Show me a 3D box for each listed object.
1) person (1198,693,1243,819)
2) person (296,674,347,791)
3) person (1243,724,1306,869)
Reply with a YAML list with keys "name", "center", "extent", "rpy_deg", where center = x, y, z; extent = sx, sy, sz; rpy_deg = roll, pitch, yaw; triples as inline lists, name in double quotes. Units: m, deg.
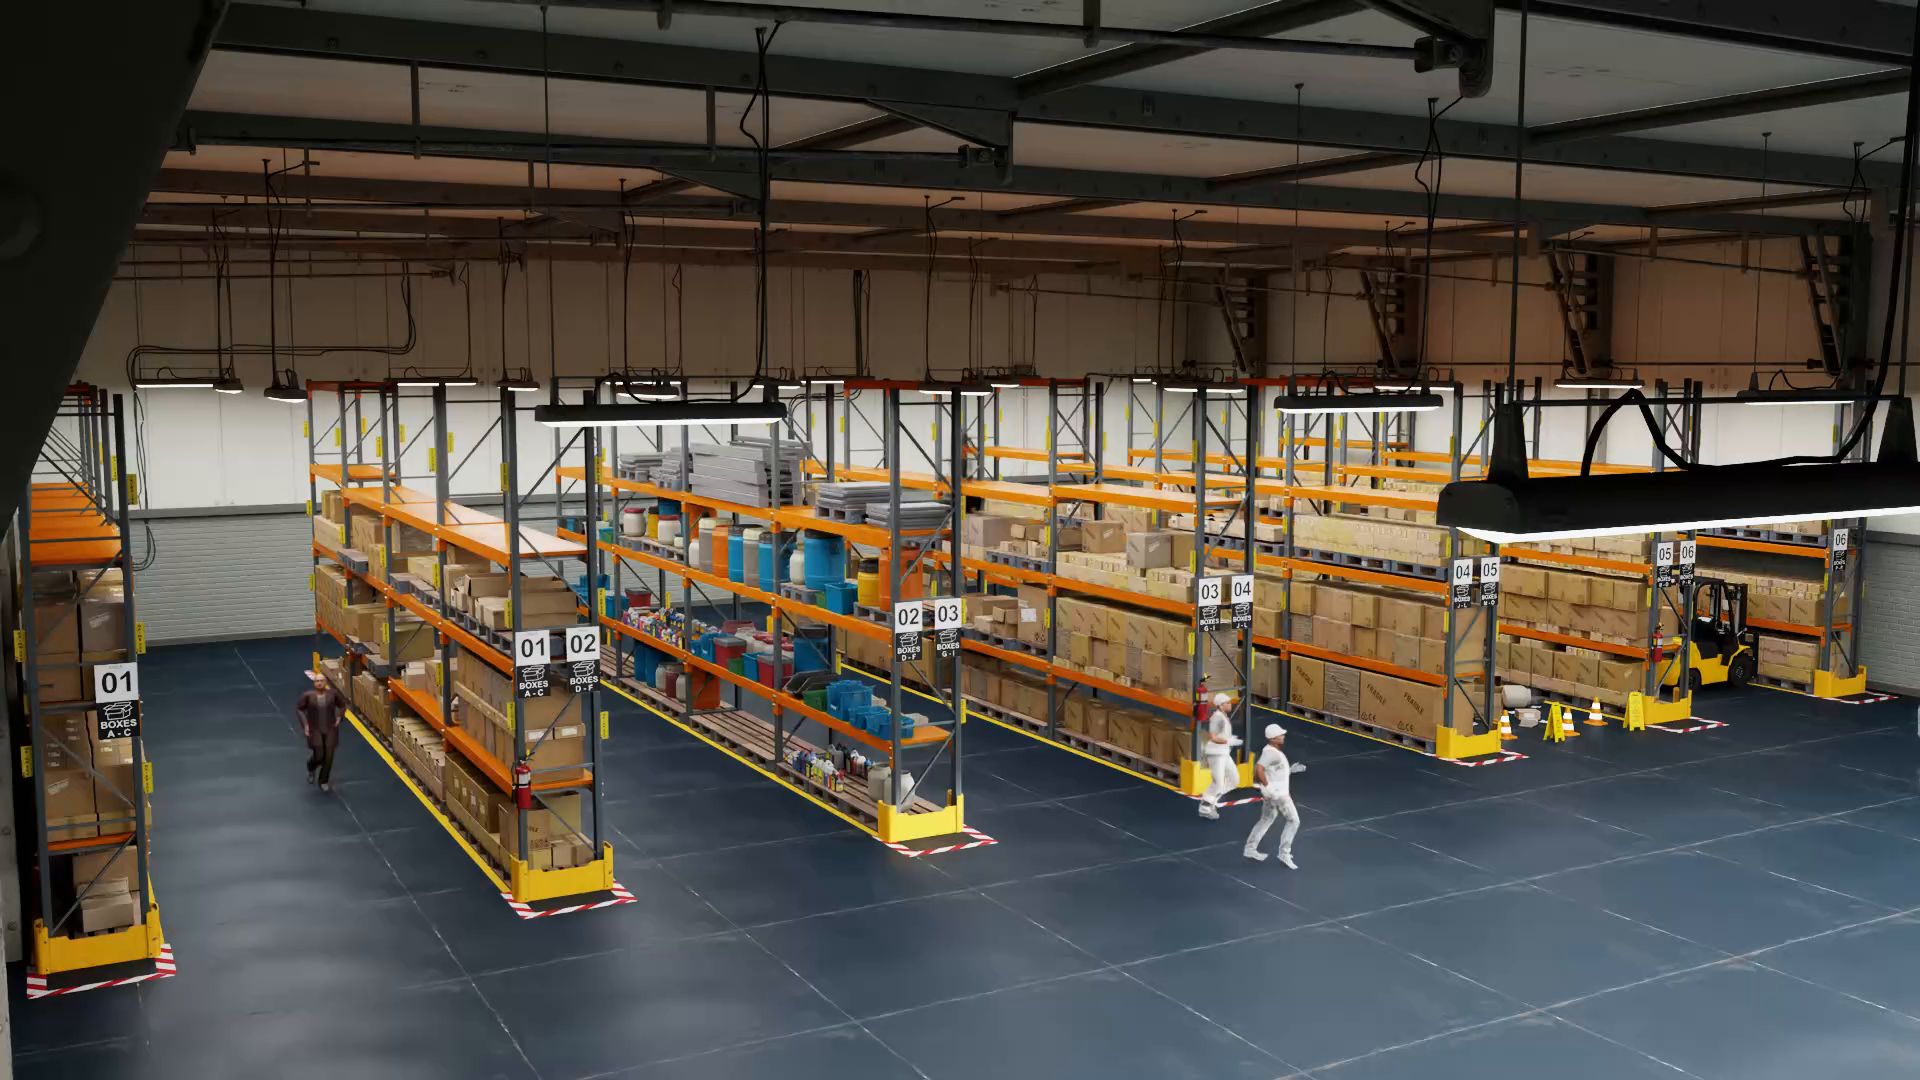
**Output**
- name: "person"
  center: [3.679, 2.997, 23.161]
  extent: [0.612, 1.734, 0.666]
  rpy_deg: [3, 7, 25]
- name: "person"
  center: [-9.443, 2.868, 24.670]
  extent: [0.700, 1.710, 0.614]
  rpy_deg: [-3, 7, -28]
- name: "person"
  center: [3.971, 3.224, 20.913]
  extent: [0.768, 1.839, 0.665]
  rpy_deg: [0, 6, -1]
